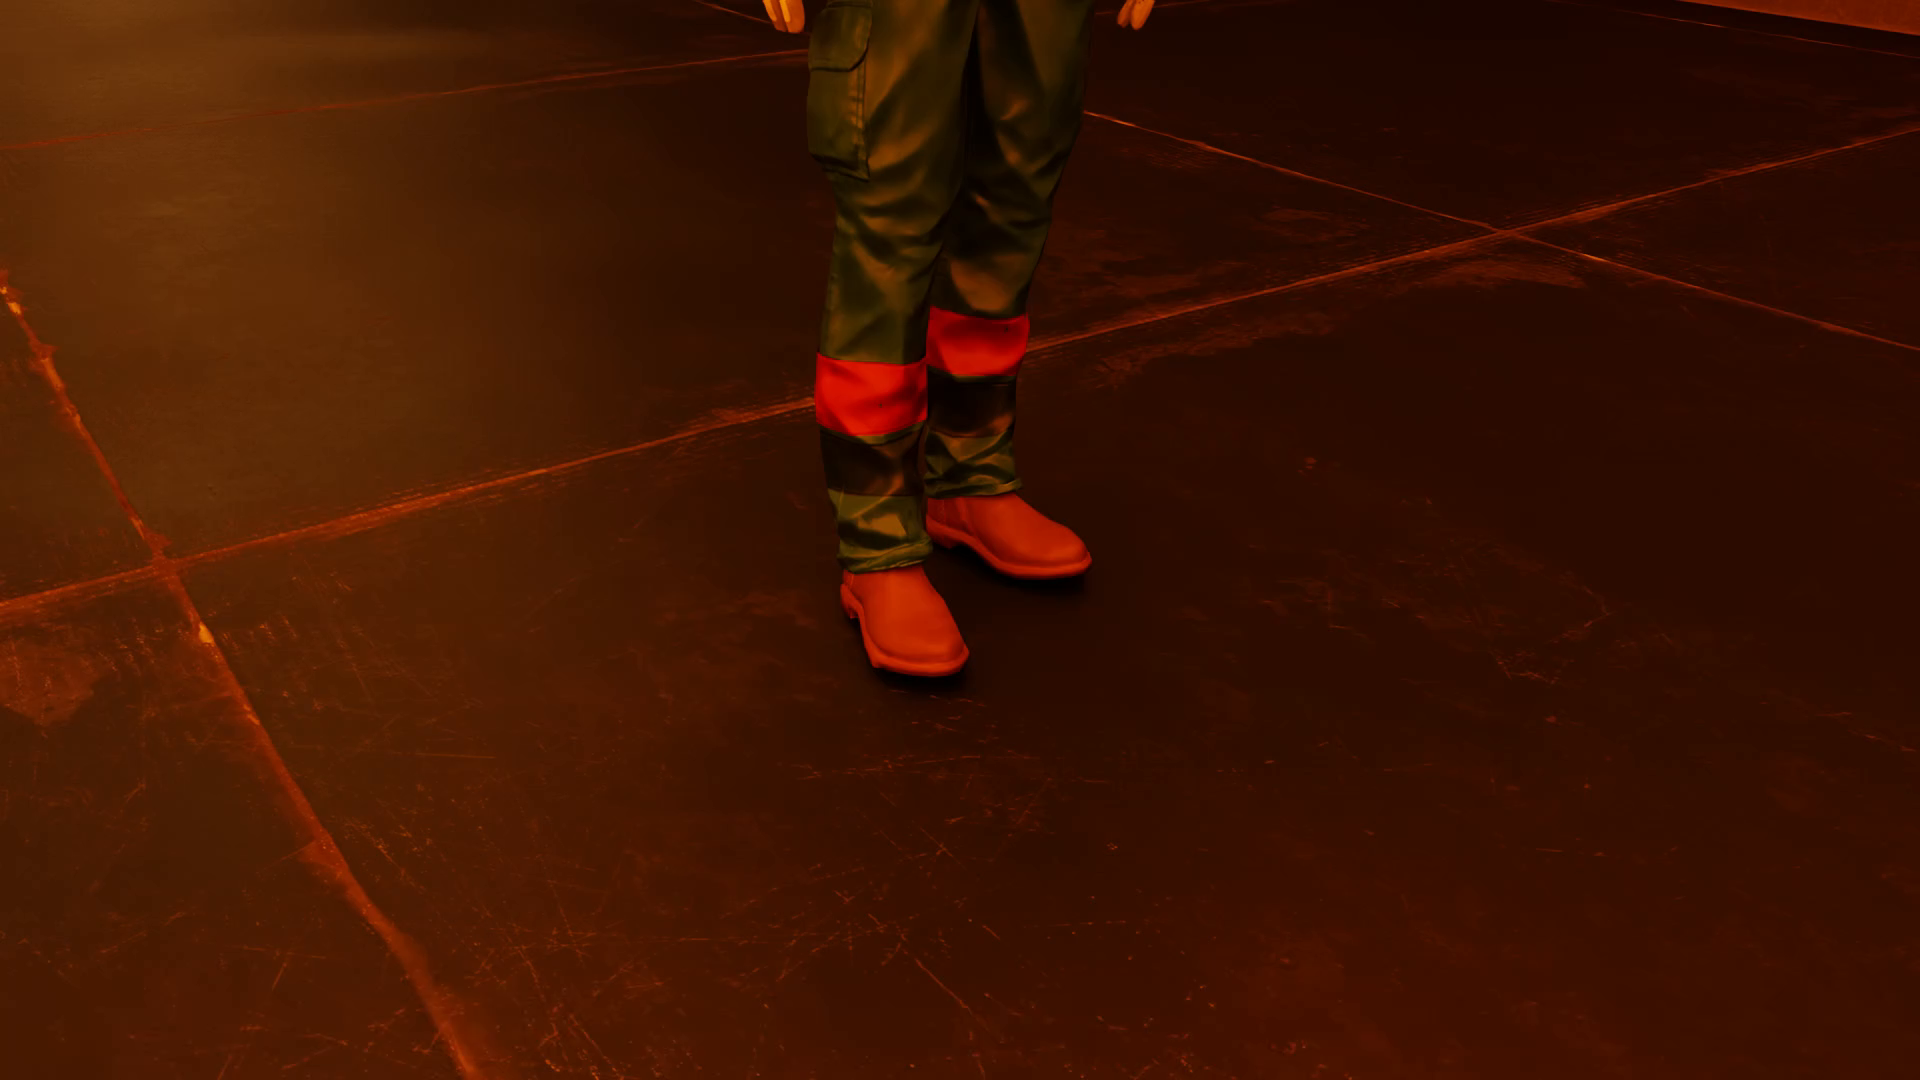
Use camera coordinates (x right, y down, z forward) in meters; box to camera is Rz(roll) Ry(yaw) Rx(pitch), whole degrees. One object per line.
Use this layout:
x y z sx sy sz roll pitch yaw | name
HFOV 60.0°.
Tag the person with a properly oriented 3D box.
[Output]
0.036 -0.774 2.031 0.638 1.787 0.564 -17 31 -31 | person
